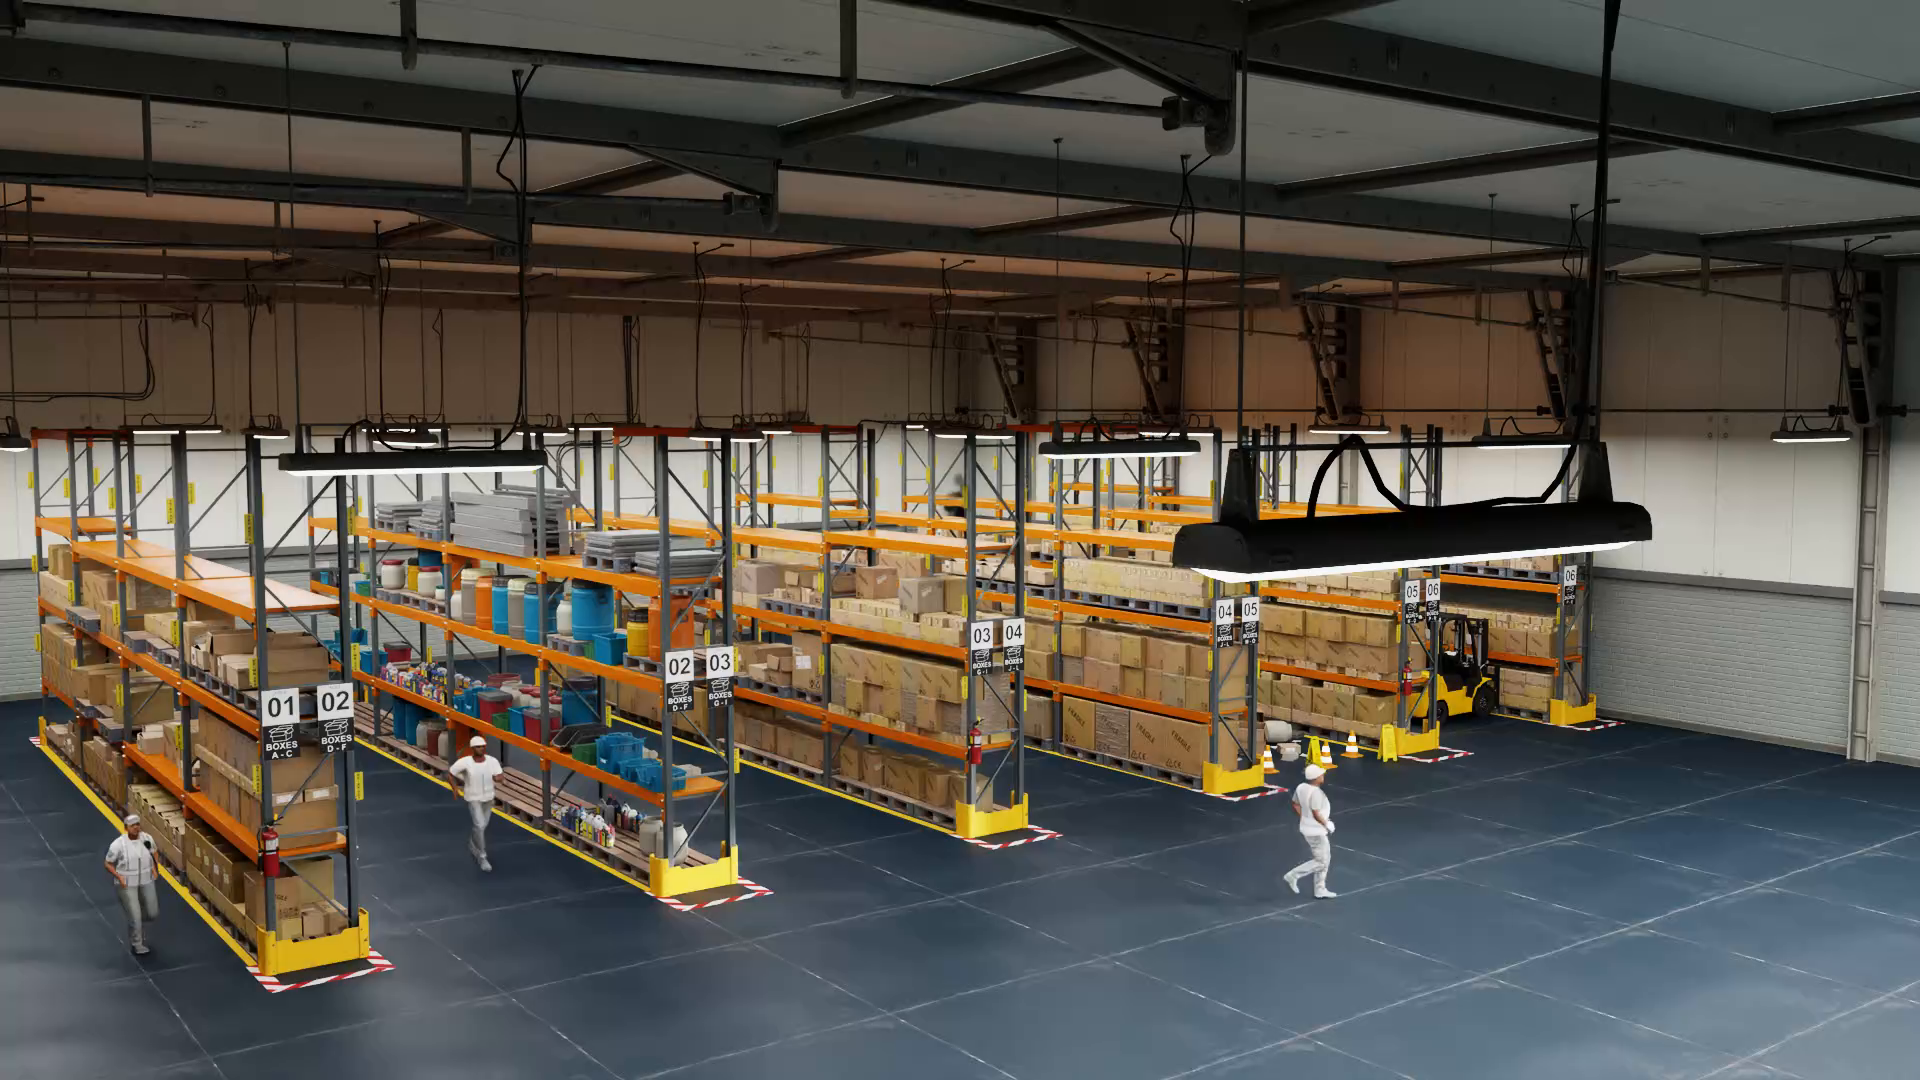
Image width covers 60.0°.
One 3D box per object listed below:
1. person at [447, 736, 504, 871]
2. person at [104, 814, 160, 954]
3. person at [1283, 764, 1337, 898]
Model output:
[{"bbox_3d":[-6.676,3.616,23.089,0.686,1.797,0.880,-4,6,-44],"label":"person"},{"bbox_3d":[-9.650,3.996,19.420,0.556,1.622,0.594,4,6,44],"label":"person"},{"bbox_3d":[4.528,3.774,21.493,0.753,1.757,0.685,-1,5,-8],"label":"person"}]
